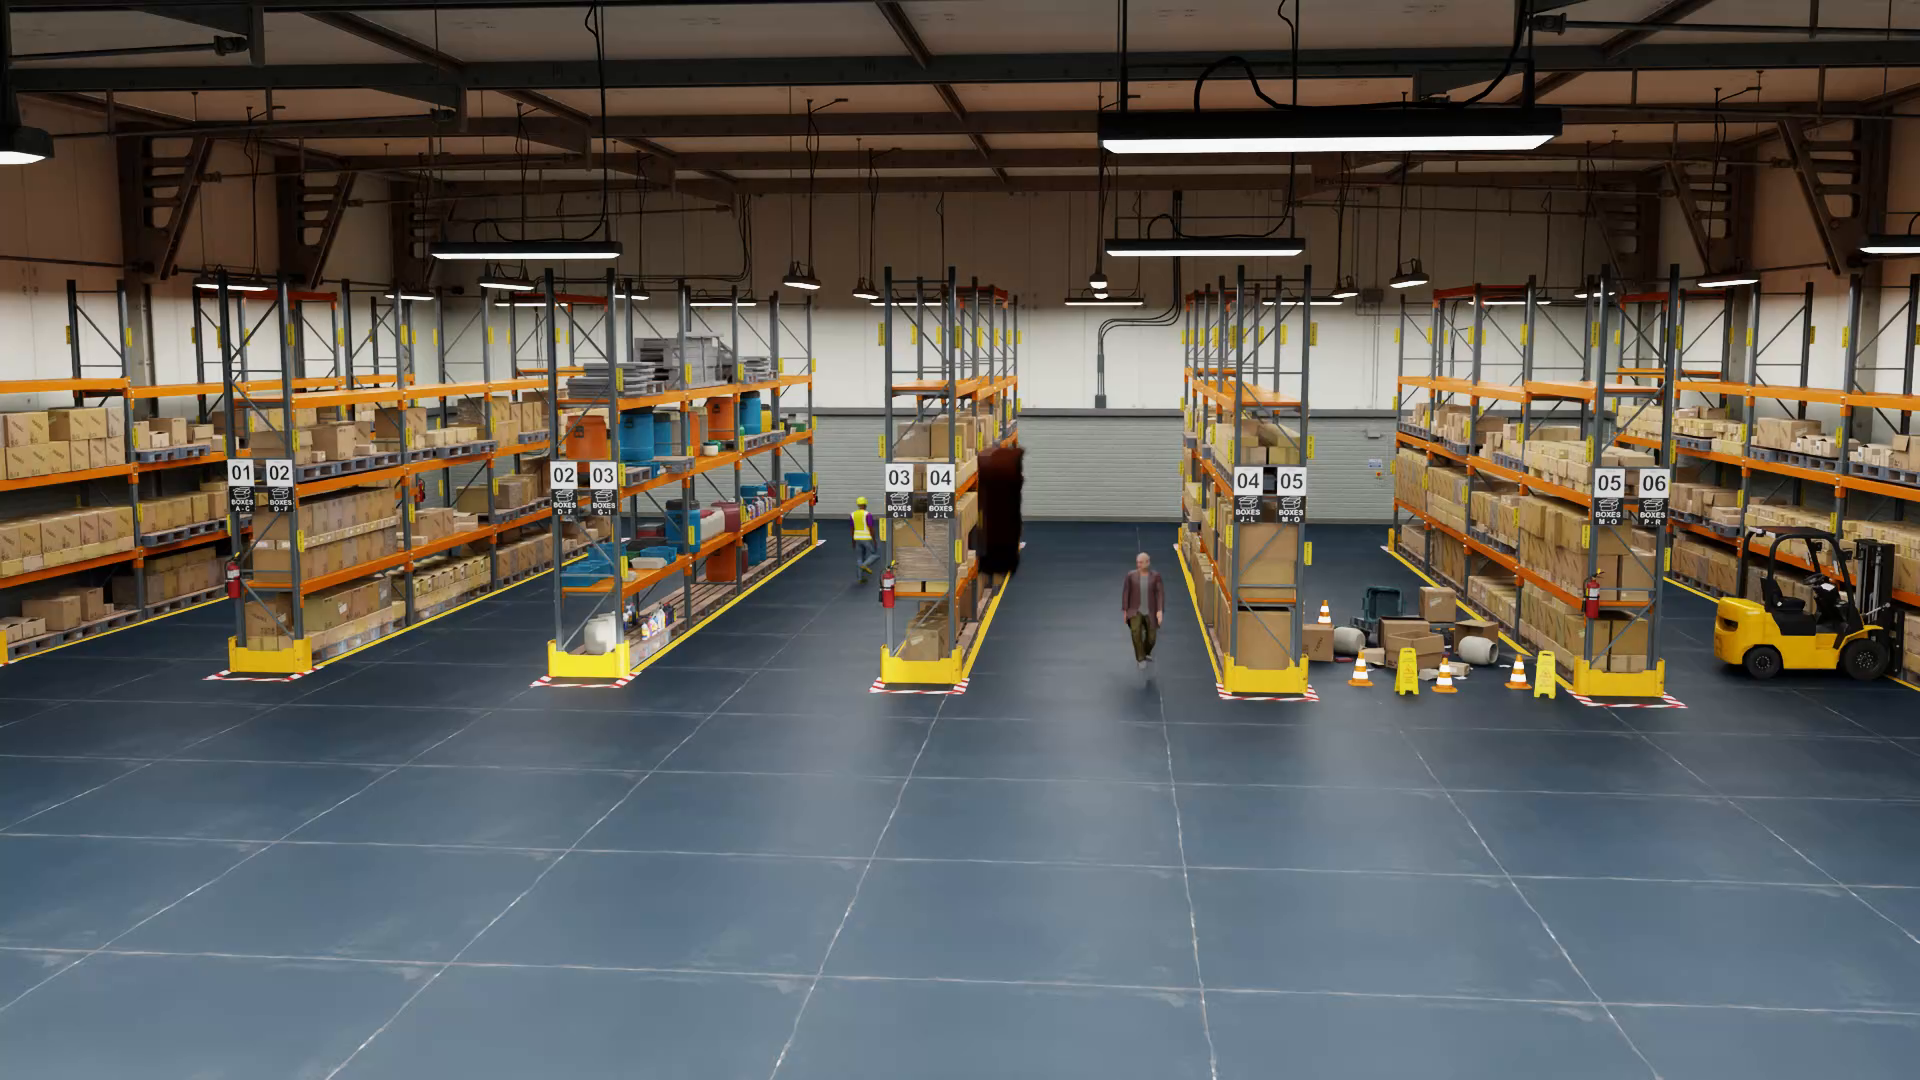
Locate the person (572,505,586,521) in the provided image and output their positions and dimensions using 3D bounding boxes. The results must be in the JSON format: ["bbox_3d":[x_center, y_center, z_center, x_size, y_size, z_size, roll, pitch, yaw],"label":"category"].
[{"bbox_3d":[-10.194,-1.202,44.164,0.454,1.656,0.563,-6,9,-42],"label":"person"}]

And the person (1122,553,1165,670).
[{"bbox_3d":[2.665,1.017,24.074,0.605,1.608,1.012,0,7,1],"label":"person"}]

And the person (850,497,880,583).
[{"bbox_3d":[-1.969,0.001,34.036,0.609,1.766,0.546,5,8,33],"label":"person"}]
